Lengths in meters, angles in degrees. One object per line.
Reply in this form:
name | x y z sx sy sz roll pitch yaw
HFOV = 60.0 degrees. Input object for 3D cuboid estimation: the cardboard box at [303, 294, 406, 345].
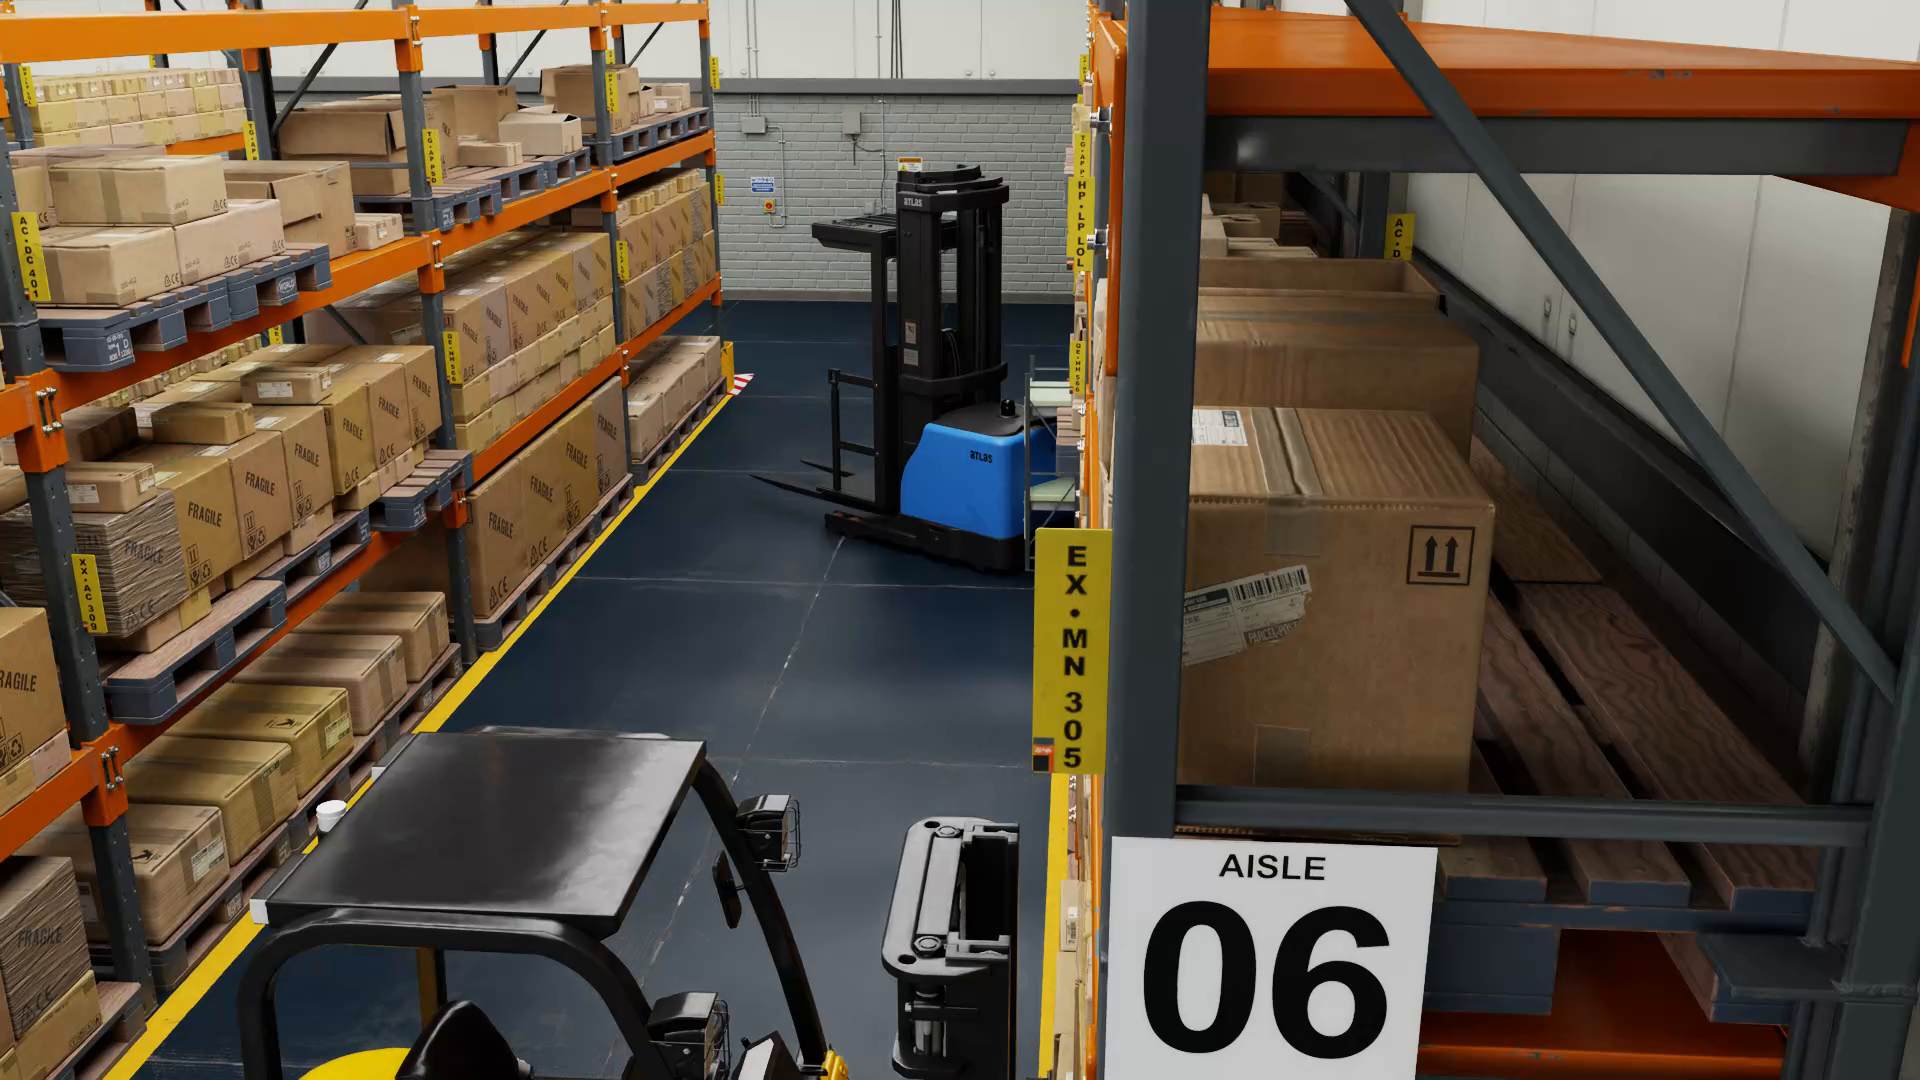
cardboard box | -3.920 -1.317 10.859 0.500 0.500 0.500 1 18 2

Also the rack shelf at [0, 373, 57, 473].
rack shelf | -4.126 0.152 4.480 1.077 0.370 4.000 1 18 4

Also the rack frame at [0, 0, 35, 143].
rack frame | -8.354 -4.800 13.621 1.000 3.000 0.127 1 18 4

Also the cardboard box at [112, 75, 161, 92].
cardboard box | -7.930 -4.386 15.970 0.380 0.149 0.250 1 18 2

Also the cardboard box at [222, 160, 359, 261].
cardboard box | -3.774 -1.807 9.142 0.700 0.500 0.500 1 18 4

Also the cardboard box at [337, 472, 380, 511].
cardboard box | -3.437 -0.273 9.168 0.380 0.149 0.250 2 18 5

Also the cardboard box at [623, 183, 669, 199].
cardboard box | -3.023 -3.349 16.018 0.380 0.149 0.250 2 18 6

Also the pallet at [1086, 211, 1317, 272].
pallet | 1.296 -1.641 9.100 1.213 0.211 1.003 2 18 6

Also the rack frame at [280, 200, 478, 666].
rack frame | -3.696 -0.628 10.522 1.000 3.000 0.127 1 18 4

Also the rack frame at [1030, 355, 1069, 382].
rack frame | 0.746 -0.693 12.934 0.400 1.500 0.023 1 17 5

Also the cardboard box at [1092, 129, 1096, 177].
cardboard box | 0.887 -1.703 7.989 0.500 0.500 0.500 2 18 5

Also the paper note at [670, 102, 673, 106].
paper note | -2.693 -4.074 15.541 0.006 0.032 0.123 1 18 4

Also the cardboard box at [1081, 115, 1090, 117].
cardboard box | 1.059 -2.970 11.944 0.380 0.149 0.250 1 18 4

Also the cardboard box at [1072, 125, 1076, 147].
cardboard box | 1.071 -3.150 12.971 0.380 0.149 0.250 1 18 5

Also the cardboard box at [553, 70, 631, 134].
cardboard box | -3.158 -3.768 14.293 0.500 0.500 0.500 2 18 5

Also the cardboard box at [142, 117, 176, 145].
cardboard box | -7.933 -3.921 15.995 0.500 0.250 0.500 2 18 6

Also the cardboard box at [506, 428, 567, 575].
cardboard box | -3.496 -0.307 12.281 0.875 0.875 0.875 2 18 5

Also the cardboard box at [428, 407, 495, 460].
cardboard box | -3.410 -0.703 10.992 0.500 0.250 0.500 1 18 3

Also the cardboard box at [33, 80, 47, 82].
cardboard box | -8.483 -4.072 15.013 0.380 0.149 0.250 2 18 6

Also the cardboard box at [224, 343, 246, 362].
cardboard box | -7.819 -1.989 17.624 0.380 0.149 0.250 1 18 3

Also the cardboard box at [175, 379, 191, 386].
cardboard box | -7.909 -1.520 16.670 0.380 0.149 0.250 1 18 4

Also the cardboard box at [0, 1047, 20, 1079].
cardboard box | -3.785 2.077 6.009 0.500 0.250 0.500 1 18 2

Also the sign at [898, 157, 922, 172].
sign | -0.697 -5.230 23.241 0.339 0.242 0.001 1 18 4

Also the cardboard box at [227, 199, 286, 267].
cardboard box | -3.492 -1.426 7.707 0.500 0.250 0.500 1 18 3

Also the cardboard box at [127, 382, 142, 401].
cardboard box | -8.079 -1.425 15.902 0.380 0.149 0.250 1 18 2

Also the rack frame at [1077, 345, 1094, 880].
rack frame | 0.968 0.724 6.396 1.000 3.000 0.127 1 18 4

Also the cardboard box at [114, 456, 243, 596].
cardboard box | -3.628 -0.069 7.503 0.500 0.500 0.500 1 18 4

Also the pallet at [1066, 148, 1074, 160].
pallet | 1.425 -2.896 12.927 1.213 0.211 1.003 1 18 4

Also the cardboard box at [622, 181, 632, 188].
cardboard box | -3.472 -3.513 16.520 0.380 0.149 0.250 1 18 4

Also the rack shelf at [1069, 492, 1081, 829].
rack shelf | 1.112 0.445 8.404 1.077 0.370 4.000 1 18 4

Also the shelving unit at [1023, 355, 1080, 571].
shelving unit | 0.713 -0.590 12.585 0.431 1.500 0.755 1 17 5

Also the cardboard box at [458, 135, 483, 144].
cardboard box | -3.849 -2.999 12.642 0.380 0.166 0.250 0 18 0

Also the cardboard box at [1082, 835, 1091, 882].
cardboard box | 0.620 1.128 5.003 0.500 0.500 0.500 1 18 3

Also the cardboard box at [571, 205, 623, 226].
cardboard box | -3.128 -2.793 14.323 0.380 0.149 0.250 1 18 3

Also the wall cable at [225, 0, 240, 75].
wall cable | -9.164 -9.393 22.469 2.277 5.999 0.120 1 18 4

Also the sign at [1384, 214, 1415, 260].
sign | 1.522 -0.973 5.800 0.100 0.325 0.005 1 18 4

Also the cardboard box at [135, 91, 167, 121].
cardboard box | -7.969 -4.160 15.923 0.500 0.250 0.500 0 18 2

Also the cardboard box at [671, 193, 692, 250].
cardboard box | -2.967 -3.164 16.494 0.500 0.500 0.500 1 18 4

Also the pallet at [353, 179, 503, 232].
pallet | -3.703 -2.165 10.698 1.213 0.211 1.003 2 18 6

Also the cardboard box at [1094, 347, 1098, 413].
cardboard box | 0.578 -0.458 4.754 0.380 0.149 0.250 2 18 6

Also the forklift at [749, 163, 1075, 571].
forklift | -0.473 -1.521 13.358 3.031 2.935 1.130 15 23 39

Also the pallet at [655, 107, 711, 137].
pallet | -3.165 -4.265 16.947 1.003 0.211 1.213 1 18 4

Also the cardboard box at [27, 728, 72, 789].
cardboard box | -3.702 0.840 6.444 0.380 0.149 0.250 1 18 3

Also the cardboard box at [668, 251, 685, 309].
cardboard box | -2.995 -2.528 16.161 0.500 0.500 0.500 2 18 6

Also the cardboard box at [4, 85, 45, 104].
cardboard box | -8.091 -3.815 14.230 0.380 0.149 0.250 1 18 3

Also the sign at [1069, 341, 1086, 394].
sign | 0.713 -1.040 10.047 0.100 0.325 0.005 1 18 4

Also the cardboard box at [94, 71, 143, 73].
cardboard box | -8.464 -4.640 16.748 0.380 0.149 0.250 2 18 5

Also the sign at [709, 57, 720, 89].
sign | -2.582 -4.905 17.462 0.100 0.325 0.005 1 18 4

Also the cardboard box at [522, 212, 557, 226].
cardboard box | -3.705 -2.804 14.355 0.380 0.149 0.250 1 18 3

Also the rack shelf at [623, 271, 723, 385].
rack shelf | -3.266 -2.149 16.321 1.077 0.370 4.000 1 18 4

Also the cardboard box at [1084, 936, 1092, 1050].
cardboard box | 0.476 1.035 3.767 0.380 0.149 0.250 2 18 5

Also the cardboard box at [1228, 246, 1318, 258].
cardboard box | 1.225 -1.088 6.678 0.380 0.149 0.250 1 18 4

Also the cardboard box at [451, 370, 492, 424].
cardboard box | -3.413 -0.946 10.931 0.500 0.250 0.500 1 18 4

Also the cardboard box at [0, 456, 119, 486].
cardboard box | -4.144 -0.077 7.527 0.500 0.500 0.500 1 18 4

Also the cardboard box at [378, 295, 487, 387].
cardboard box | -3.417 -1.298 10.801 0.500 0.500 0.500 1 18 2

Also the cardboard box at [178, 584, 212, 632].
cardboard box | -3.601 0.292 7.443 0.380 0.149 0.250 2 18 5

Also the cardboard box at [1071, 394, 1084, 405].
cardboard box | 1.008 -0.981 11.167 0.500 0.250 0.500 0 18 1
